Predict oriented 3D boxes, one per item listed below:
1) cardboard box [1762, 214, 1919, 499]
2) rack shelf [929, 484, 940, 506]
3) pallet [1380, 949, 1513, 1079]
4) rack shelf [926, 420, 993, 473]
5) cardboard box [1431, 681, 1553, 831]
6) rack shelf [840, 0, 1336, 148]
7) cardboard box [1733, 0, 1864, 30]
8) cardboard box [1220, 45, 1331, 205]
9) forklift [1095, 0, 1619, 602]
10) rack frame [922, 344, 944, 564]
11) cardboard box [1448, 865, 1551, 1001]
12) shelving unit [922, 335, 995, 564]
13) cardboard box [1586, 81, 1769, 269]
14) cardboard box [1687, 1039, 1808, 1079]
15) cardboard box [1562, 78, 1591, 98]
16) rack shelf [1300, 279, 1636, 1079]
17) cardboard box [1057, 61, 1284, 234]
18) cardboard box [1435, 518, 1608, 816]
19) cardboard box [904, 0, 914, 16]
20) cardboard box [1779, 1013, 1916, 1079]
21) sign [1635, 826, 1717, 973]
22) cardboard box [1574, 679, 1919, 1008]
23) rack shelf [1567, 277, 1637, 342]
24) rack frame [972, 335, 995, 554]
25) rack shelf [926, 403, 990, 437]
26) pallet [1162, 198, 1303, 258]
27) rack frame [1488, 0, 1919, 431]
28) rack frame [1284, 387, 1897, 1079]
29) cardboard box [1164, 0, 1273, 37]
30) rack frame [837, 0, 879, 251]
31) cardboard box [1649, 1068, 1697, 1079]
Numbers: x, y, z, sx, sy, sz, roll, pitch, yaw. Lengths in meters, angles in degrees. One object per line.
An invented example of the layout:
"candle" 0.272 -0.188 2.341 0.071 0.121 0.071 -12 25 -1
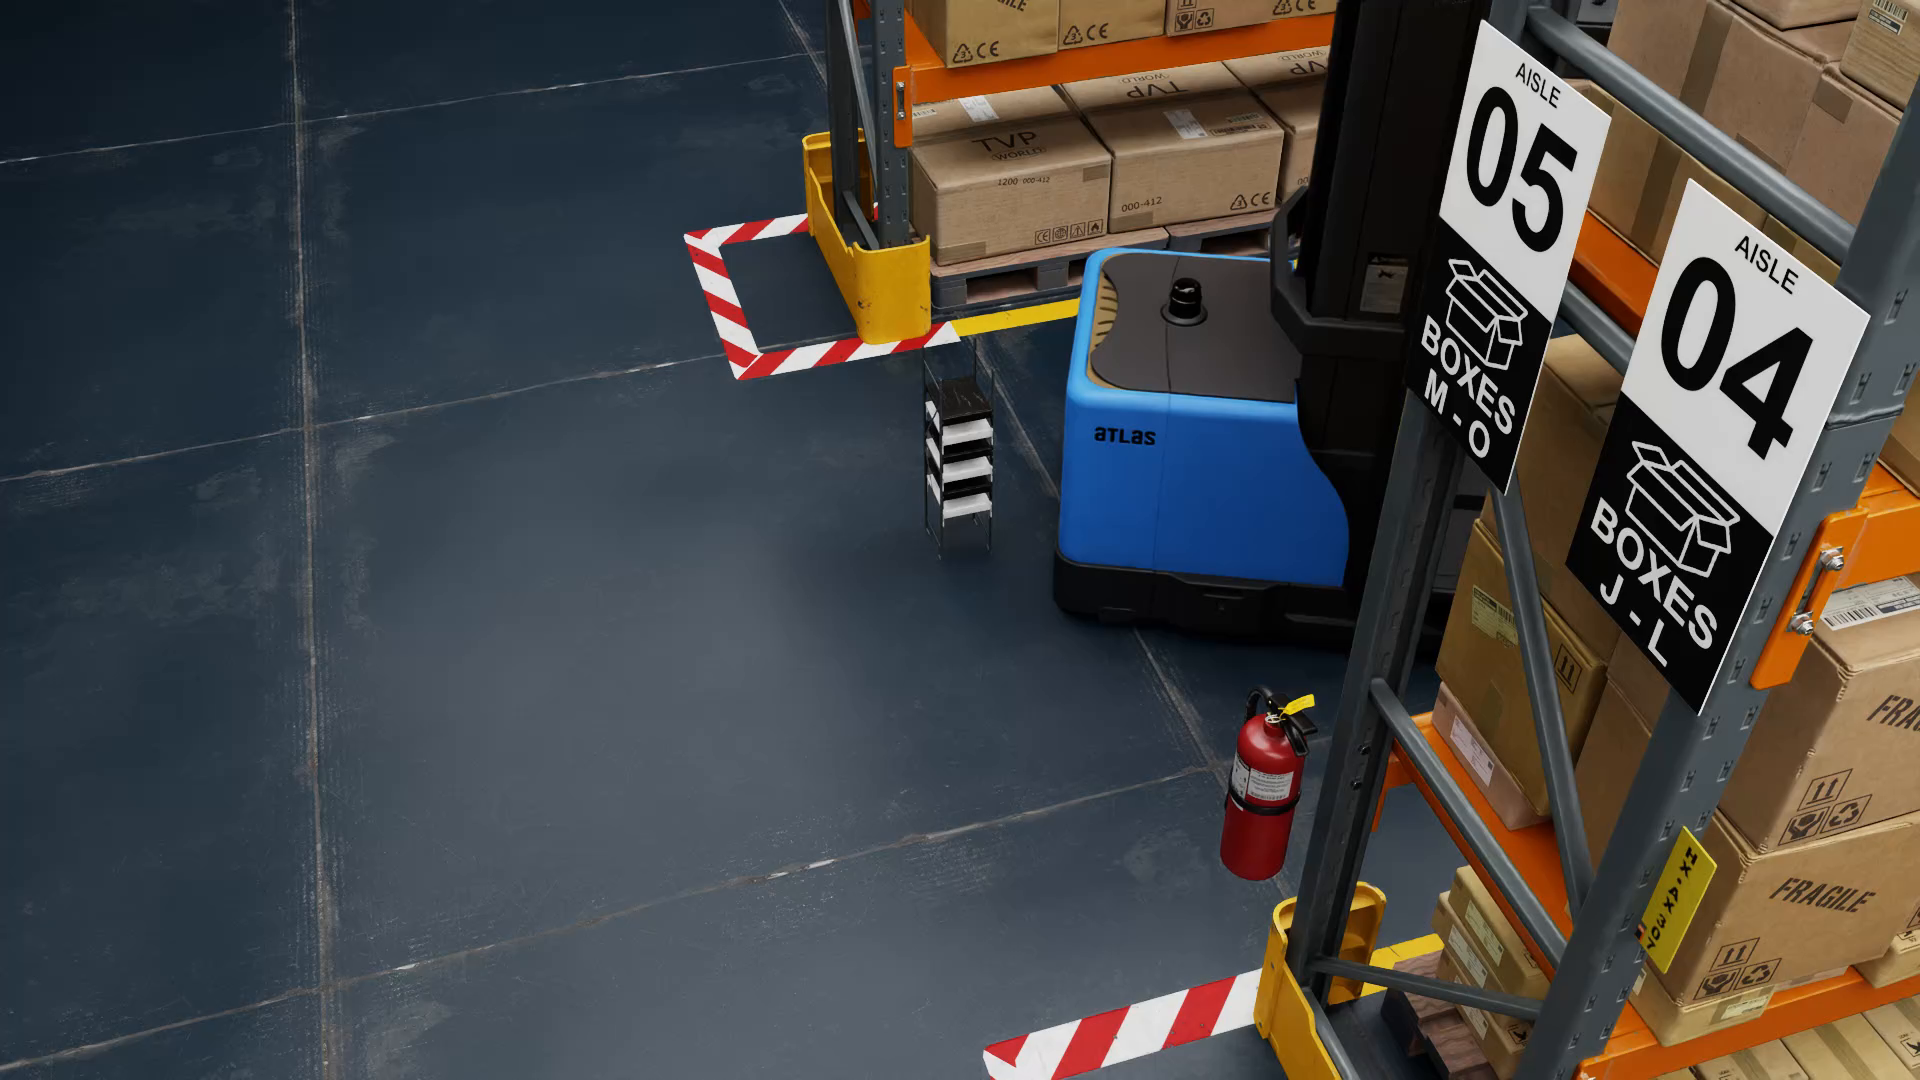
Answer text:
"cardboard box" 1.651 -0.354 2.709 0.529 0.250 0.529 -13 43 -14
"rack shelf" -0.008 -0.188 6.583 0.184 0.015 0.199 -12 42 -13
"pallet" 2.004 1.545 4.822 1.213 0.211 1.003 -12 42 -13
"rack shelf" -0.008 -0.380 6.415 0.200 0.077 0.258 -12 42 -13
"cardboard box" 1.372 0.501 4.088 0.250 0.149 0.380 -12 42 -13
"rack shelf" 1.471 -2.563 7.950 4.000 0.370 1.077 -12 42 -13
"cardboard box" 1.375 -1.014 2.782 0.250 0.149 0.380 -12 43 -13
"cardboard box" 1.893 -2.188 8.603 0.875 0.438 0.875 -13 43 -14
"forklift" 2.207 -3.918 7.276 9.711 5.209 7.407 5 41 6
"rack frame" -0.105 -0.317 6.429 0.006 0.900 0.240 -12 42 -13
"cardboard box" 1.575 1.076 4.634 0.250 0.149 0.380 -11 42 -13
"shelving unit" 6.907 -0.138 3.832 12.137 4.047 8.426 -12 42 -13
"cardboard box" 1.501 -0.681 3.084 0.500 0.250 0.500 -13 43 -14
"cardboard box" 1.975 1.319 4.356 0.250 0.149 0.380 -11 42 -12
"cardboard box" 2.747 -2.366 8.806 0.875 0.438 0.875 -12 43 -14
"rack shelf" 1.147 0.650 3.726 0.053 2.616 0.949 -12 42 -13
"cardboard box" 1.033 -2.011 8.400 0.875 0.438 0.875 -11 42 -12
"cardboard box" 1.498 0.248 3.884 0.500 0.500 0.500 -11 42 -12
"cardboard box" -0.056 -2.738 7.528 0.500 0.500 0.500 -11 42 -13
"cardboard box" 2.254 1.350 4.321 0.250 0.149 0.380 -12 43 -13
"sign" 1.309 0.662 3.054 0.005 0.325 0.100 -12 42 -13
"cardboard box" 1.657 0.583 3.501 0.500 0.500 0.500 -10 42 -11
"rack shelf" 3.054 -0.660 3.384 3.687 0.071 0.831 -12 42 -13
"rack frame" 0.089 -0.357 6.475 0.006 0.900 0.240 -12 42 -13
"rack shelf" 6.915 -0.361 3.628 12.128 3.443 8.407 -12 42 -13
"pallet" 1.464 -1.834 8.689 1.213 0.211 1.003 -12 42 -13
"rack frame" 1.146 -1.611 1.755 0.127 3.000 1.000 -12 42 -13
"rack frame" 1.146 0.648 3.729 0.127 3.000 1.000 -12 42 -13
"cardboard box" 1.072 -2.598 7.367 0.500 0.500 0.500 -12 43 -13
"rack frame" -0.438 -2.441 7.264 0.053 2.616 0.949 -12 42 -13
"cardboard box" 1.748 1.449 4.207 0.250 0.149 0.380 -14 43 -15
